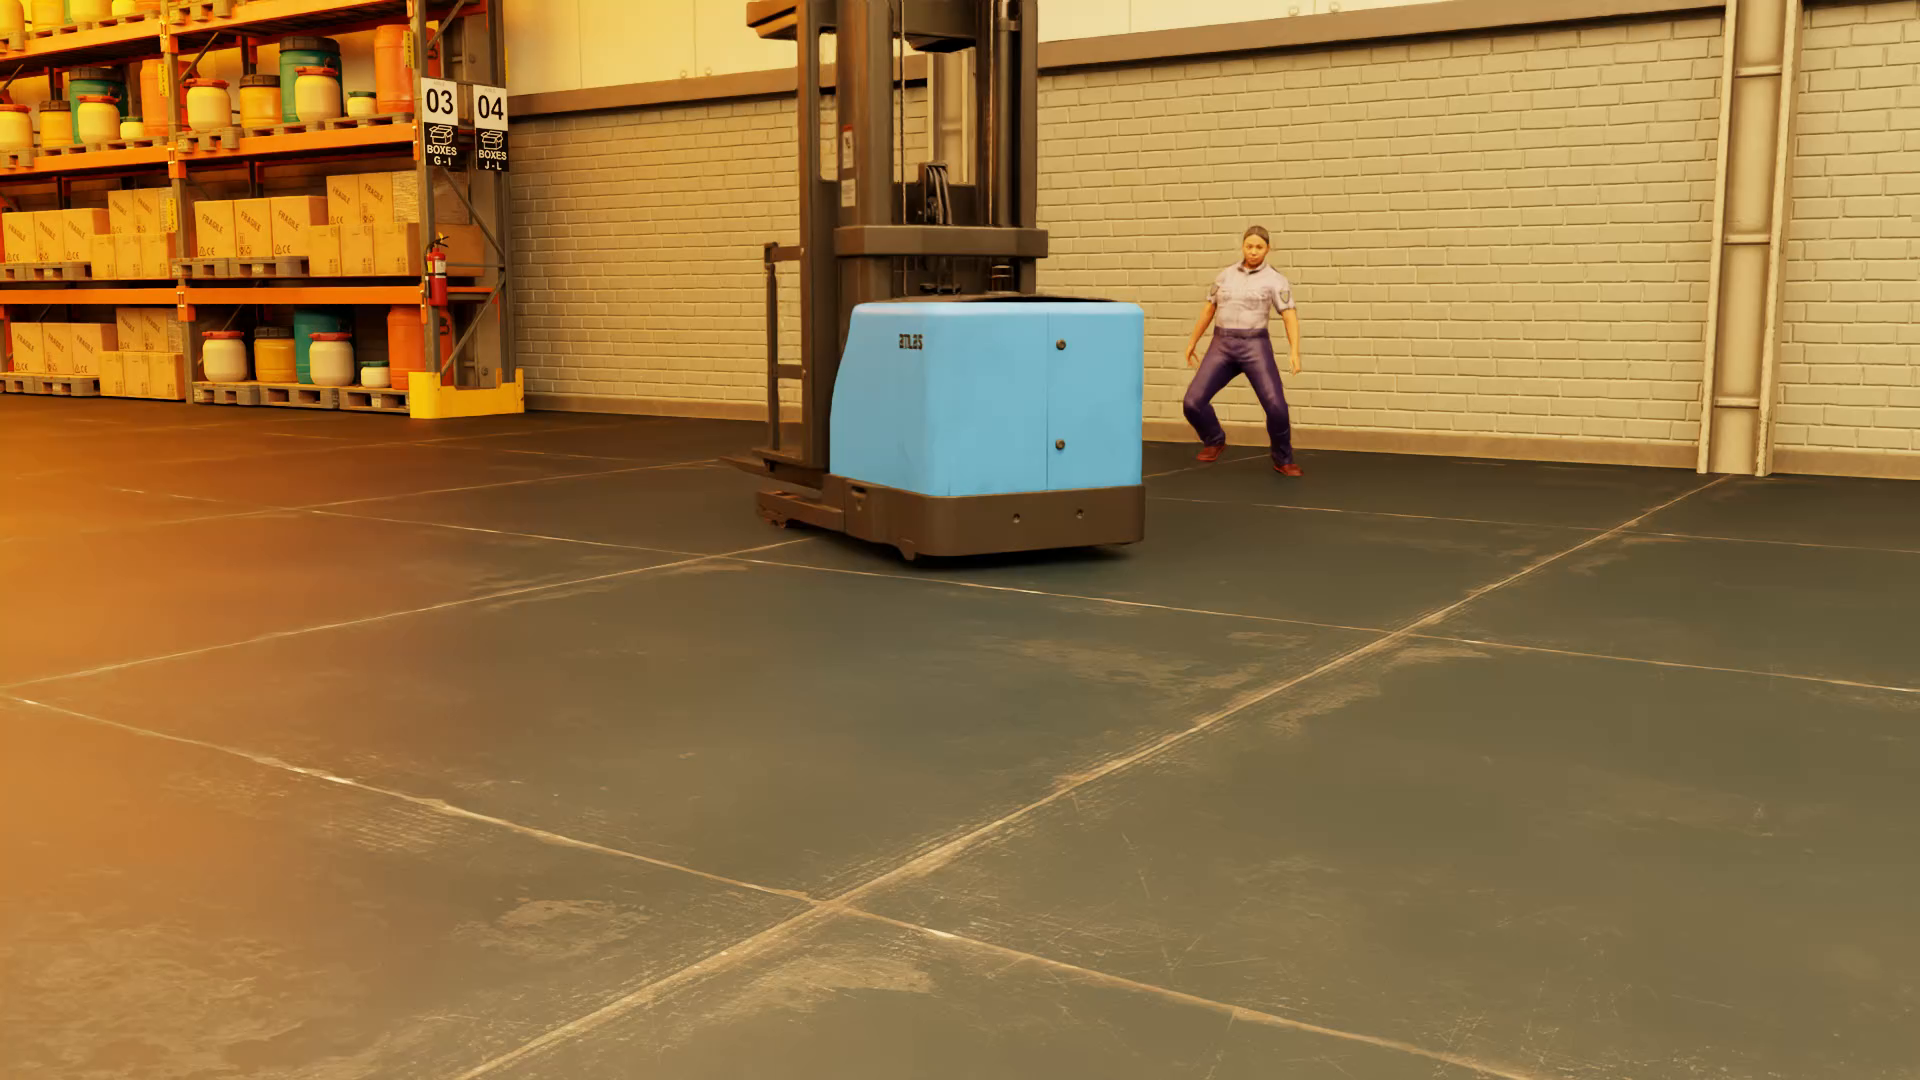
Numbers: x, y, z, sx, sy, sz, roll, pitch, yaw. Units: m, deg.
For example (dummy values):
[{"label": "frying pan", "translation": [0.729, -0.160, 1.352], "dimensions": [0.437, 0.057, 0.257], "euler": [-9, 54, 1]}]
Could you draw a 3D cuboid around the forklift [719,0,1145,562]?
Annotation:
[{"label": "forklift", "translation": [-0.347, -1.531, 7.960], "dimensions": [1.130, 2.935, 3.031], "euler": [-4, 9, -28]}]

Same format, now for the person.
[{"label": "person", "translation": [1.778, -1.192, 10.515], "dimensions": [0.839, 1.566, 0.504], "euler": [5, 10, 34]}]
